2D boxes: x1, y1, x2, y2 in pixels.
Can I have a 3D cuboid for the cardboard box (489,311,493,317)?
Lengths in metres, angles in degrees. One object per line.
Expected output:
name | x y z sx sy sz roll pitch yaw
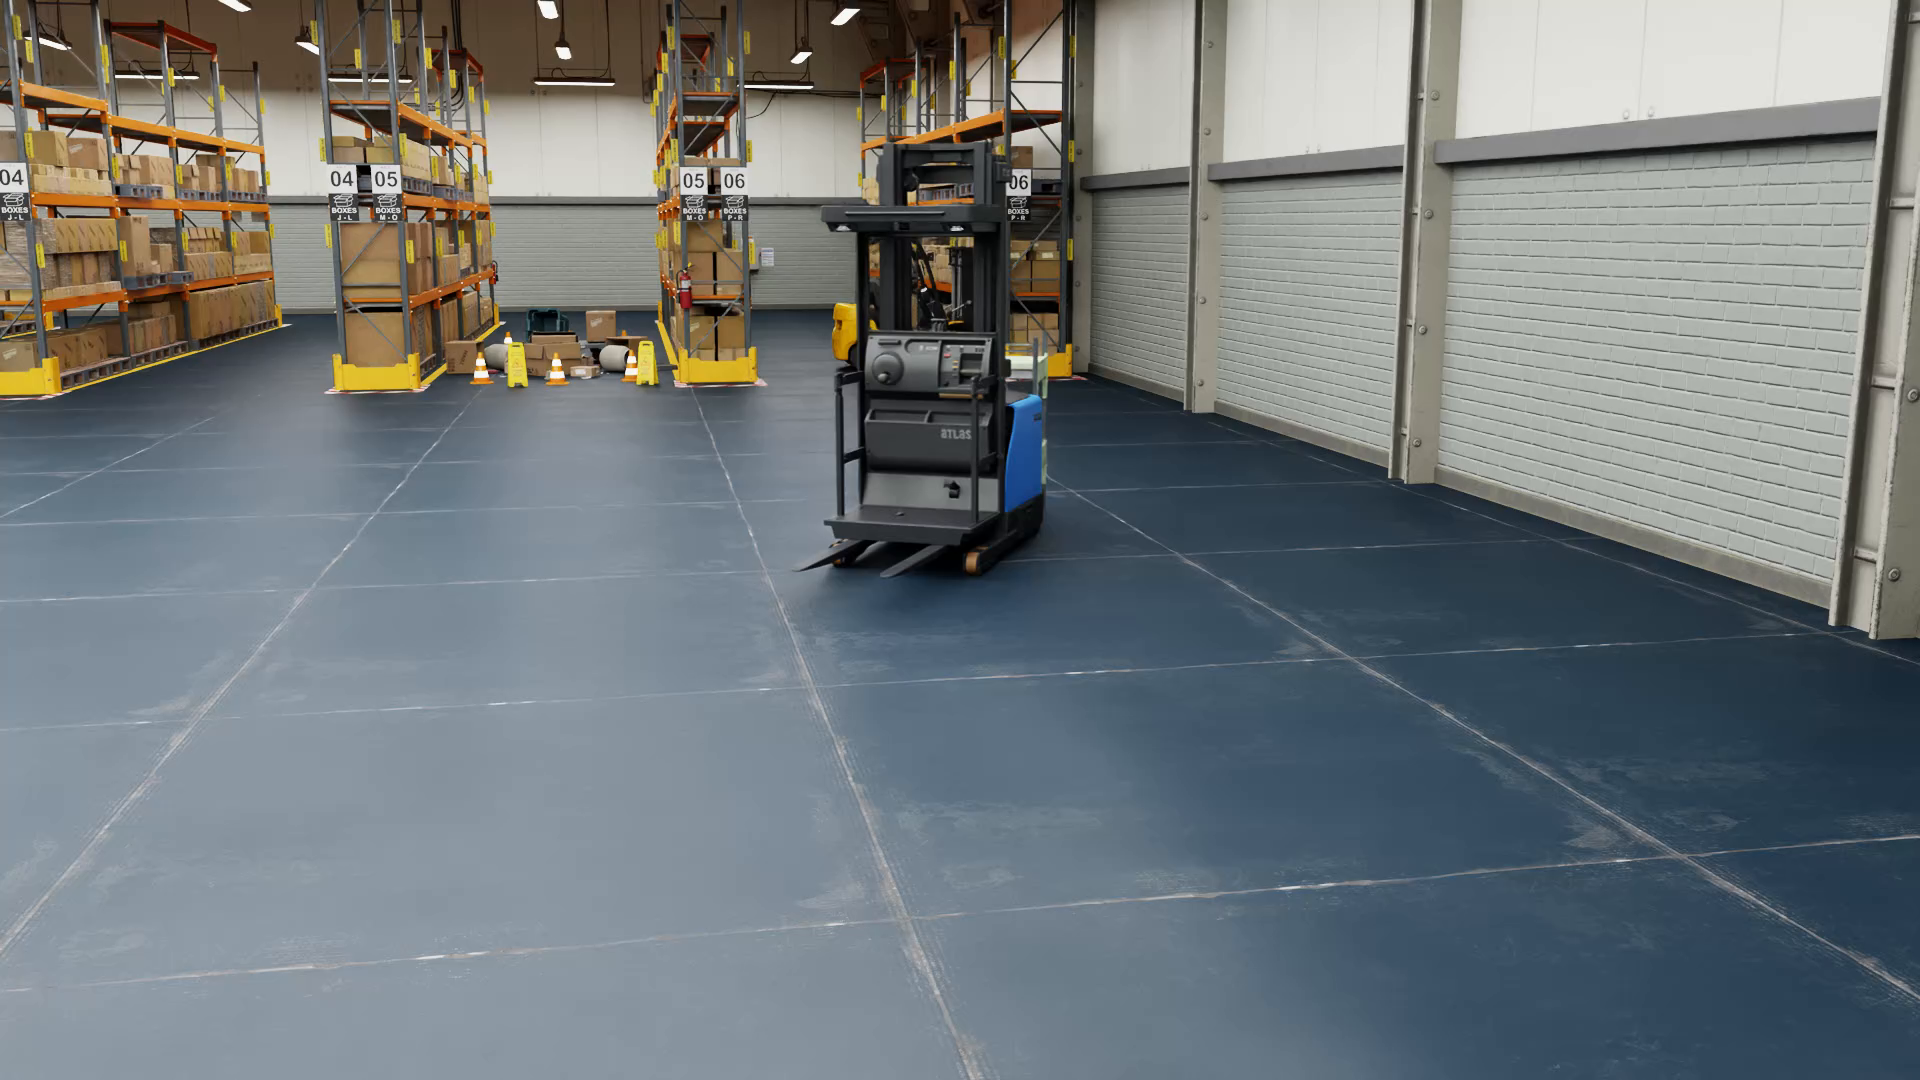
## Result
cardboard box | -11.182 -5.306 39.055 0.380 0.149 0.250 -2 11 -9

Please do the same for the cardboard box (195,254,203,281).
cardboard box | -14.897 -5.247 31.972 0.500 0.500 0.500 -2 11 -13

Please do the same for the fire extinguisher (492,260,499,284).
fire extinguisher | -11.234 -6.475 39.896 0.296 0.674 0.183 -2 11 -11

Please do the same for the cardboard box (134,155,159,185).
cardboard box | -14.437 -6.509 29.243 0.500 0.500 0.500 -2 11 -10

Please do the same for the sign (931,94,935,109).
sign | -0.613 -9.784 37.112 0.100 0.325 0.005 -2 11 -11

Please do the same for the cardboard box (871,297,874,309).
cardboard box | -1.780 -5.717 40.274 0.700 0.500 0.500 -2 11 -9

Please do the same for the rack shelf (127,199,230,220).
rack shelf | -15.356 -6.491 32.678 1.077 0.370 4.000 -2 11 -11

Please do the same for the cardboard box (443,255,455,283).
cardboard box | -9.538 -4.959 30.460 0.500 0.500 0.500 -2 11 -12

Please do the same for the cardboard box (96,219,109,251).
cardboard box | -13.733 -4.792 26.116 0.500 0.500 0.500 -2 11 -11

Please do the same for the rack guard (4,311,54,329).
rack guard | -21.399 -5.067 37.981 1.175 0.500 0.348 -2 11 -11

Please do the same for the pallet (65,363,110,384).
pallet | -13.783 -2.554 25.552 1.003 0.211 1.213 -2 11 -11

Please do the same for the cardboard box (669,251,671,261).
cardboard box | -5.386 -5.675 32.303 0.500 0.500 0.500 -2 11 -13

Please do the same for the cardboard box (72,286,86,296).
cardboard box | -13.429 -3.753 25.063 0.380 0.149 0.250 -2 11 -11

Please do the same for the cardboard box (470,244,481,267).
cardboard box | -10.709 -6.195 36.157 0.500 0.500 0.500 -2 11 -12

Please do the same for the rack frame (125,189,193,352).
rack frame | -14.967 -5.004 30.964 1.000 3.000 0.127 -2 11 -11

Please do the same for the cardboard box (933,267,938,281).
cardboard box | -0.232 -5.100 31.868 0.500 0.250 0.500 -2 11 -9

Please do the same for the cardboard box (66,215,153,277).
cardboard box | -14.206 -4.922 27.807 1.000 1.000 1.000 -2 11 -11

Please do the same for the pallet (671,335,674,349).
pallet | -5.096 -3.851 32.365 1.003 0.211 1.213 -2 11 -11

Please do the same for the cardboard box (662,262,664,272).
cardboard box | -6.471 -6.317 37.595 0.500 0.500 0.500 -2 11 -12

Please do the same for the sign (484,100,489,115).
sign | -11.090 -10.133 38.946 0.100 0.325 0.005 -2 11 -11

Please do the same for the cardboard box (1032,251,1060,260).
cardboard box | 1.366 -4.518 26.407 0.380 0.149 0.250 -2 11 -12

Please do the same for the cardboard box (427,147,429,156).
cardboard box | -8.920 -6.374 27.288 0.380 0.149 0.250 -2 11 -11

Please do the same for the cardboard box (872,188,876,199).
cardboard box | -1.786 -8.187 39.269 0.500 0.250 0.500 -2 11 -12

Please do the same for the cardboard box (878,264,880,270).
cardboard box | -1.714 -6.394 38.938 0.380 0.149 0.250 -2 11 -12

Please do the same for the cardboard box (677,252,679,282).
cardboard box | -4.253 -4.366 26.548 0.500 0.500 0.500 -2 11 -11

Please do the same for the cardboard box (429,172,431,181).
cardboard box | -8.920 -5.982 27.364 0.380 0.149 0.250 -2 11 -11

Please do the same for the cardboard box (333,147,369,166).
cardboard box | -8.895 -5.579 24.181 0.500 0.250 0.500 -2 11 -10

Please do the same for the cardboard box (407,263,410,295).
cardboard box | -8.771 -3.939 24.966 0.875 0.550 0.550 -2 11 -11

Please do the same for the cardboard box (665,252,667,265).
cardboard box | -5.813 -5.803 34.226 0.500 0.250 0.500 -2 11 -12

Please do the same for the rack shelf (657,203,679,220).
rack shelf | -6.413 -7.585 38.426 1.077 0.370 4.000 -2 11 -11

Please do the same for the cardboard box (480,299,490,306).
cardboard box | -11.024 -5.455 38.245 0.380 0.149 0.250 -2 11 -9

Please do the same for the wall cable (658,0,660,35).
wall cable | -9.212 -14.015 44.613 2.355 3.000 0.029 -2 11 -11

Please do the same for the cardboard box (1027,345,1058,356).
cardboard box | 1.274 -3.031 26.829 0.500 0.250 0.500 -2 11 -11

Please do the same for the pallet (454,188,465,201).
pallet | -9.905 -6.430 30.941 1.213 0.211 1.003 -2 11 -8

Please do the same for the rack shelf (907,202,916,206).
rack shelf | -0.767 -7.032 35.523 1.077 0.370 4.000 -2 11 -11

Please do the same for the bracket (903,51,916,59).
bracket | -1.337 -11.691 40.424 0.076 0.066 4.783 -2 11 -11

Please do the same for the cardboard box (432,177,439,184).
cardboard box | -9.322 -6.304 29.054 0.380 0.149 0.250 -2 11 -11

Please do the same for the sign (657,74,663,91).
sign | -5.790 -8.827 32.085 0.100 0.325 0.005 -2 11 -11

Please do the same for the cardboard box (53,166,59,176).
cardboard box | -13.390 -5.381 24.260 0.380 0.149 0.250 -2 11 -11

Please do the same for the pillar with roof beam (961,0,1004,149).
pillar with roof beam | -3.463 -8.130 31.342 9.100 9.000 0.548 -2 11 -11

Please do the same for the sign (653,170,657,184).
sign | -7.348 -8.754 40.096 0.100 0.325 0.005 -2 11 -11

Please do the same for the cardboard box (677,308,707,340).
cardboard box | -4.503 -3.639 28.017 0.500 0.500 0.500 -2 11 -9

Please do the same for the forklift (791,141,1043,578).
forklift | -0.287 -1.281 11.587 1.130 2.935 3.031 3 11 18

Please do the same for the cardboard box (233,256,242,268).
cardboard box | -15.579 -5.906 35.307 0.500 0.250 0.500 -2 11 -12

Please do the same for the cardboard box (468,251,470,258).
cardboard box | -10.537 -6.014 35.026 0.380 0.149 0.250 -2 11 -11

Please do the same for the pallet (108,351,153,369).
pallet | -14.342 -3.043 28.120 1.003 0.211 1.213 -2 11 -11

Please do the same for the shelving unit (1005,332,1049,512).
shelving unit | 0.464 -0.912 13.476 0.431 1.500 0.755 2 11 8

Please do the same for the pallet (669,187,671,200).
pallet | -4.689 -6.319 30.354 1.213 0.211 1.003 -2 11 -11

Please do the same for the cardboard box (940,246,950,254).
cardboard box | -0.162 -5.467 31.397 0.380 0.149 0.250 -2 11 -11

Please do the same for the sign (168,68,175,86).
sign | -14.437 -8.470 30.421 0.100 0.325 0.005 -2 11 -11

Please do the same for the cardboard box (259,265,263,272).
cardboard box | -15.931 -6.107 37.432 0.380 0.149 0.250 -2 11 -12

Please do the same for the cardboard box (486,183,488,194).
cardboard box | -11.299 -8.203 38.815 0.500 0.250 0.500 -2 11 -13

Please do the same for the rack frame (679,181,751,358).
rack frame | -3.690 -3.897 25.149 1.000 3.000 0.127 -2 11 -11
